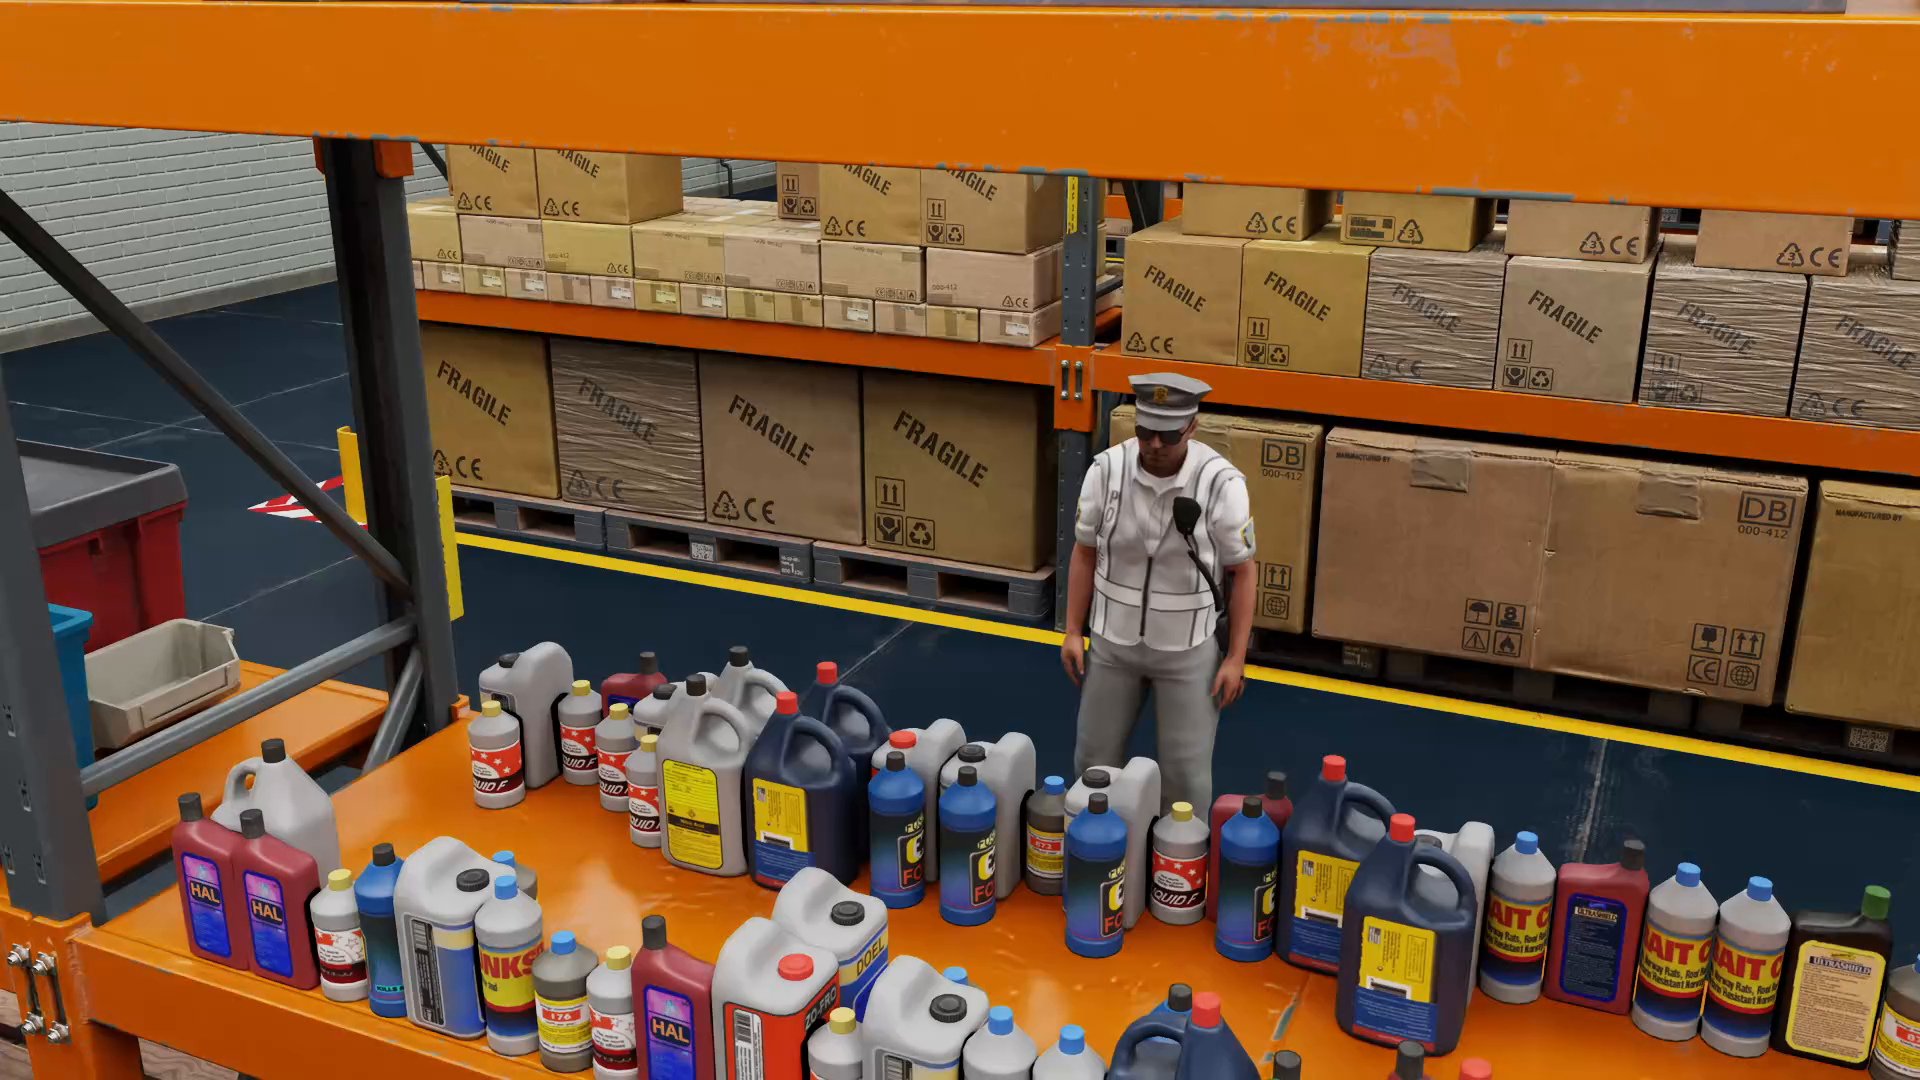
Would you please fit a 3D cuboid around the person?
[{"bbox_3d":[0.601,0.321,5.116,0.588,1.746,0.436,7,20,21],"label":"person"}]
